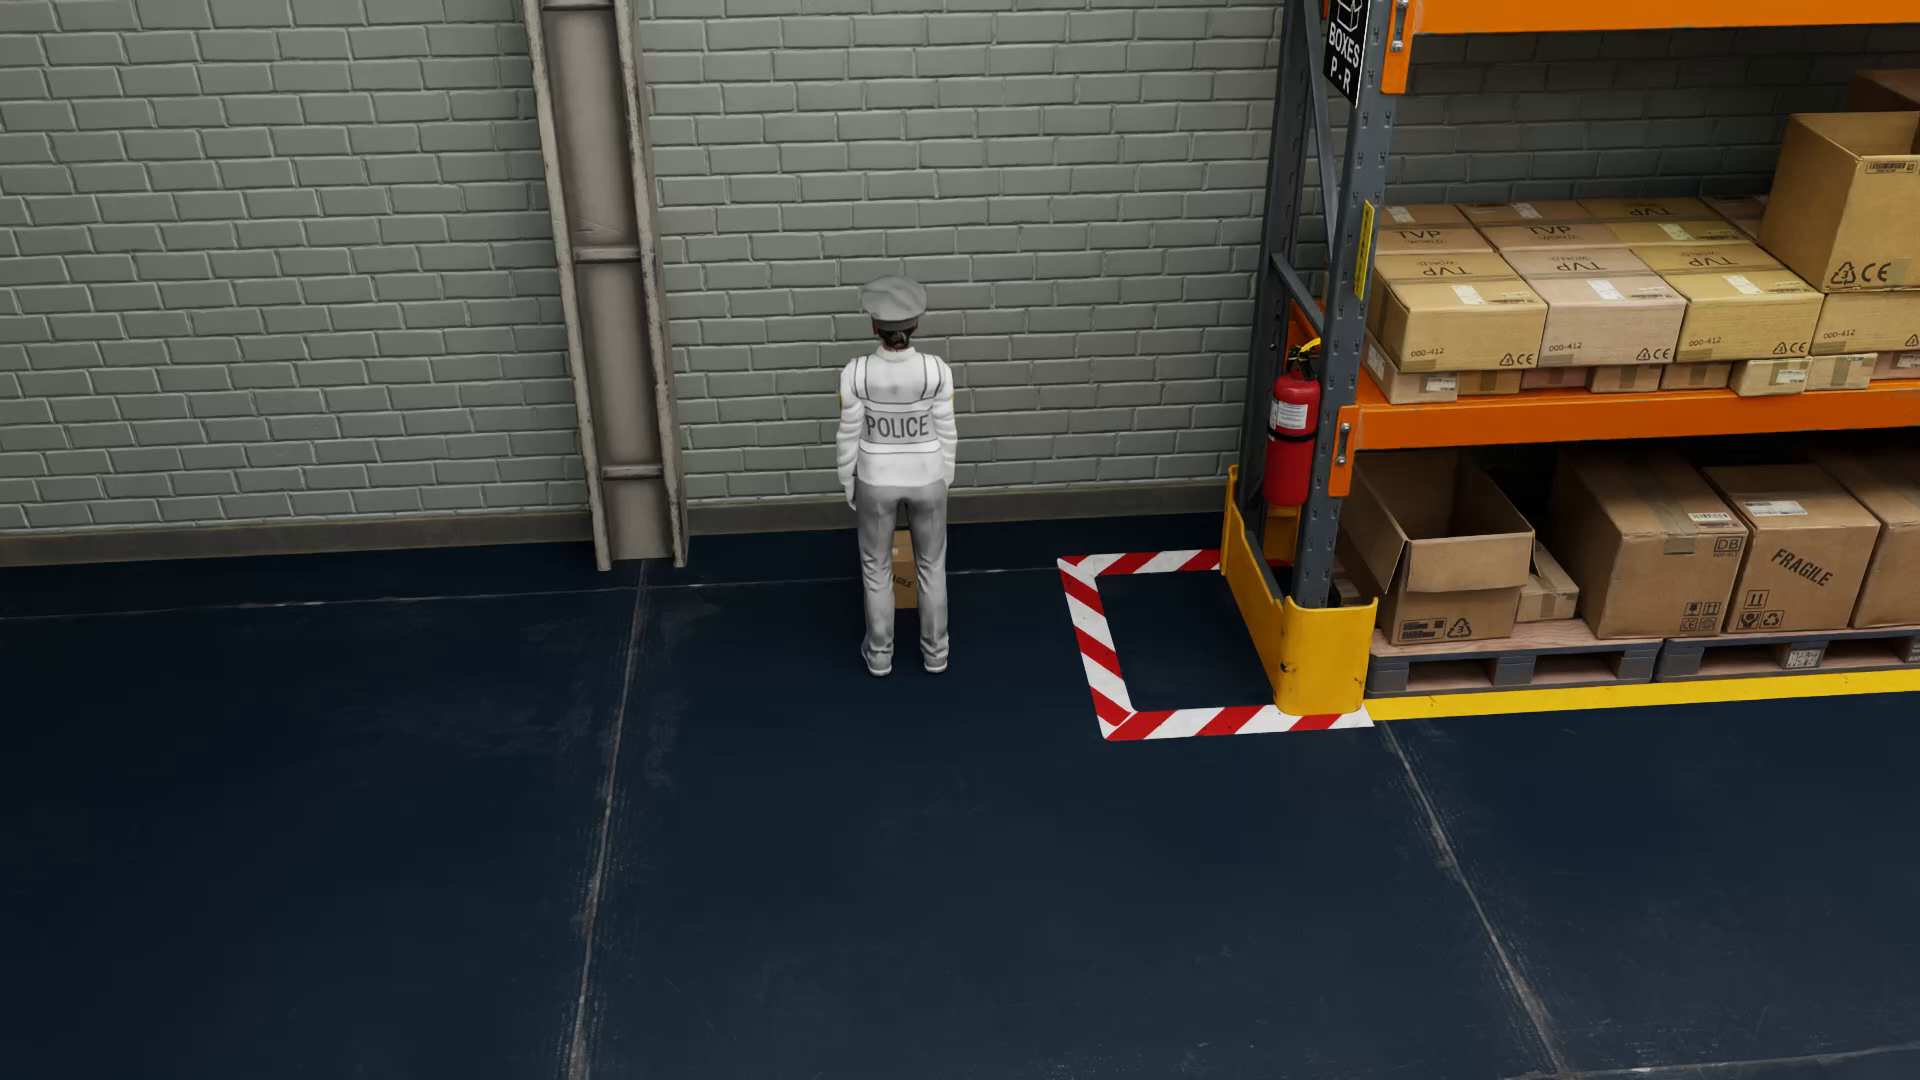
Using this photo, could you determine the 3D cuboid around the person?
[{"bbox_3d":[-0.245,-0.228,6.497,0.466,1.679,0.341,-2,31,-3],"label":"person"}]
